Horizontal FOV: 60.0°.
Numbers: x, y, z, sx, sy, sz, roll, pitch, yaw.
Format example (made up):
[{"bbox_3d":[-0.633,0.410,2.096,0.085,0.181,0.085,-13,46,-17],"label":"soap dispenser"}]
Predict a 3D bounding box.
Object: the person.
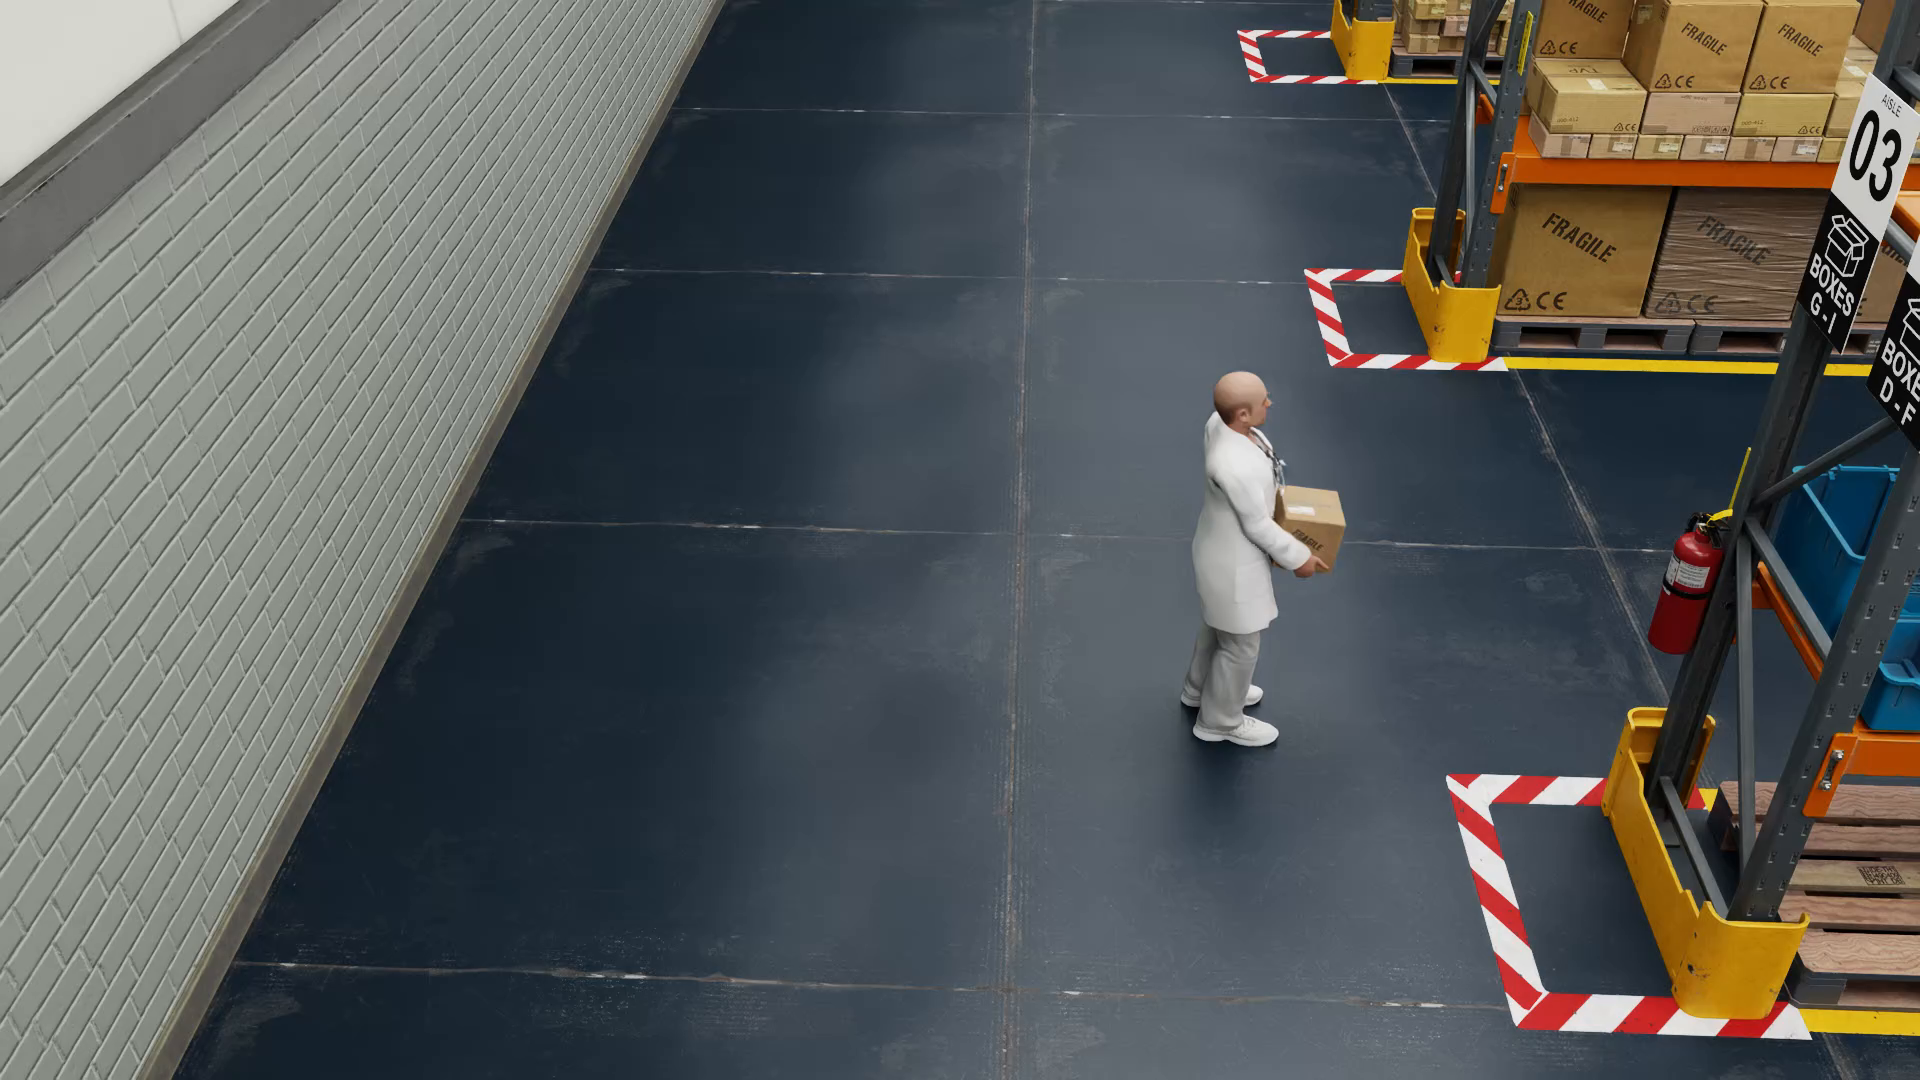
[{"bbox_3d":[1.254,0.083,7.018,0.543,1.778,0.522,1,35,2],"label":"person"}]
